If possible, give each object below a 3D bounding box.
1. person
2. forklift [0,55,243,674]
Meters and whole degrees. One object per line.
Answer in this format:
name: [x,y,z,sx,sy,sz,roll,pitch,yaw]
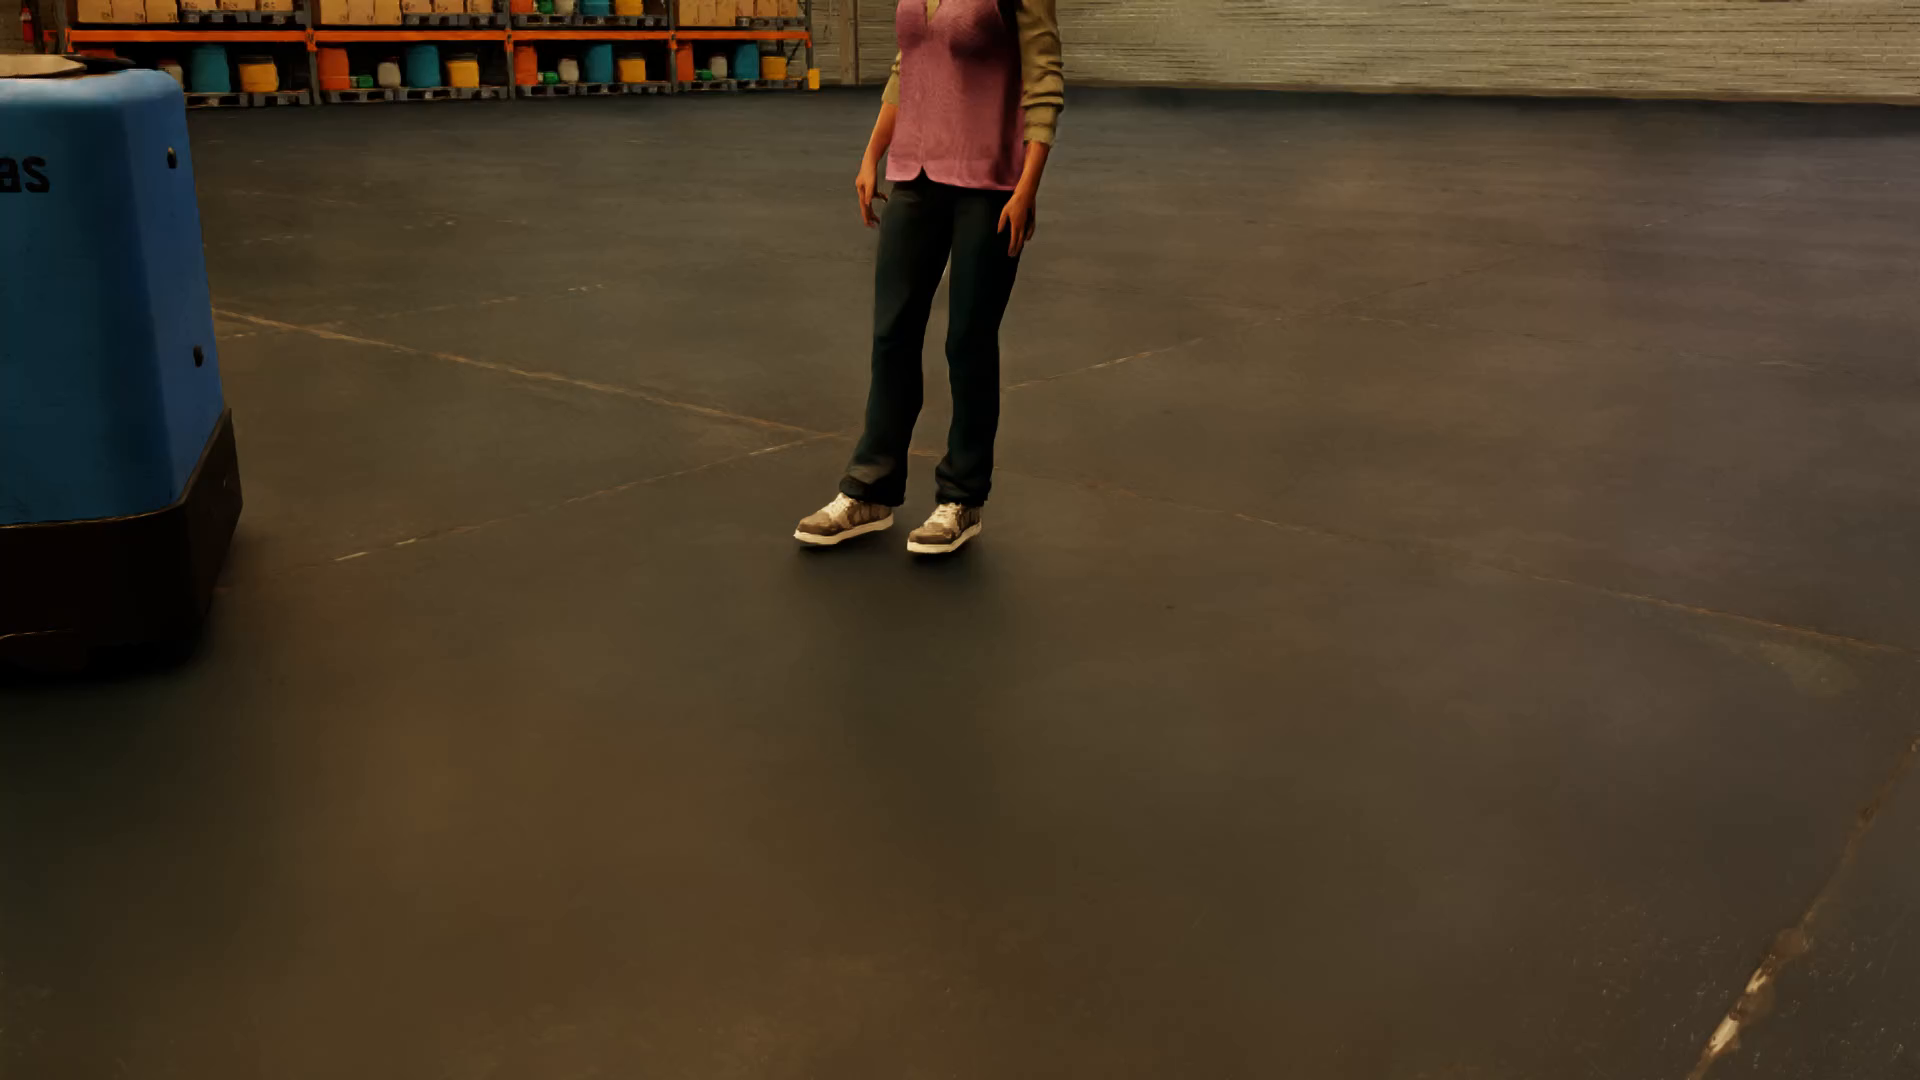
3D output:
person: [-0.058,-0.757,3.661,0.520,1.597,0.474,13,21,37]
forklift: [-3.024,-1.164,2.731,3.031,2.935,1.130,-5,18,-17]
